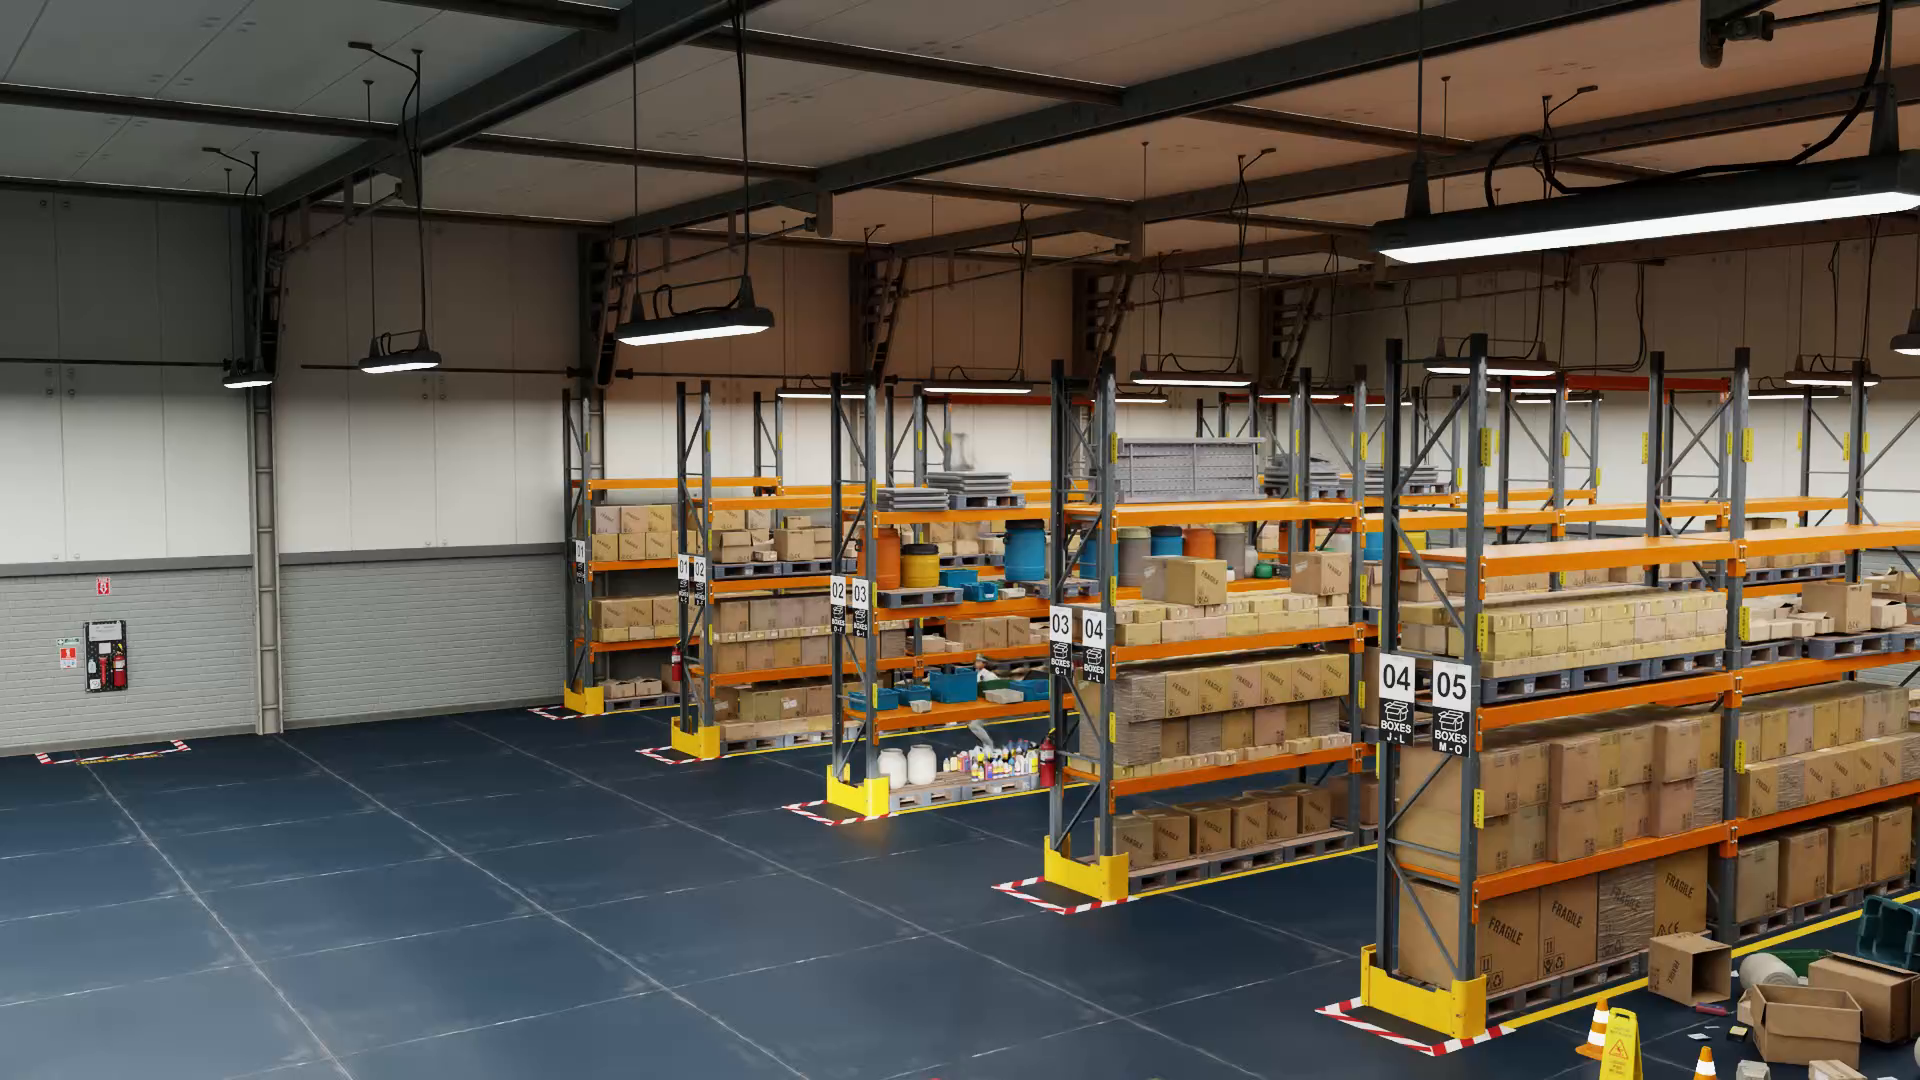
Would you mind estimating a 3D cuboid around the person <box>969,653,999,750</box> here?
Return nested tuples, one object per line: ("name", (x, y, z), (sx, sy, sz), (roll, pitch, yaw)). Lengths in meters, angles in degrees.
("person", (0.313, 2.622, 26.438), (0.619, 1.660, 0.590), (-3, 5, -37))
